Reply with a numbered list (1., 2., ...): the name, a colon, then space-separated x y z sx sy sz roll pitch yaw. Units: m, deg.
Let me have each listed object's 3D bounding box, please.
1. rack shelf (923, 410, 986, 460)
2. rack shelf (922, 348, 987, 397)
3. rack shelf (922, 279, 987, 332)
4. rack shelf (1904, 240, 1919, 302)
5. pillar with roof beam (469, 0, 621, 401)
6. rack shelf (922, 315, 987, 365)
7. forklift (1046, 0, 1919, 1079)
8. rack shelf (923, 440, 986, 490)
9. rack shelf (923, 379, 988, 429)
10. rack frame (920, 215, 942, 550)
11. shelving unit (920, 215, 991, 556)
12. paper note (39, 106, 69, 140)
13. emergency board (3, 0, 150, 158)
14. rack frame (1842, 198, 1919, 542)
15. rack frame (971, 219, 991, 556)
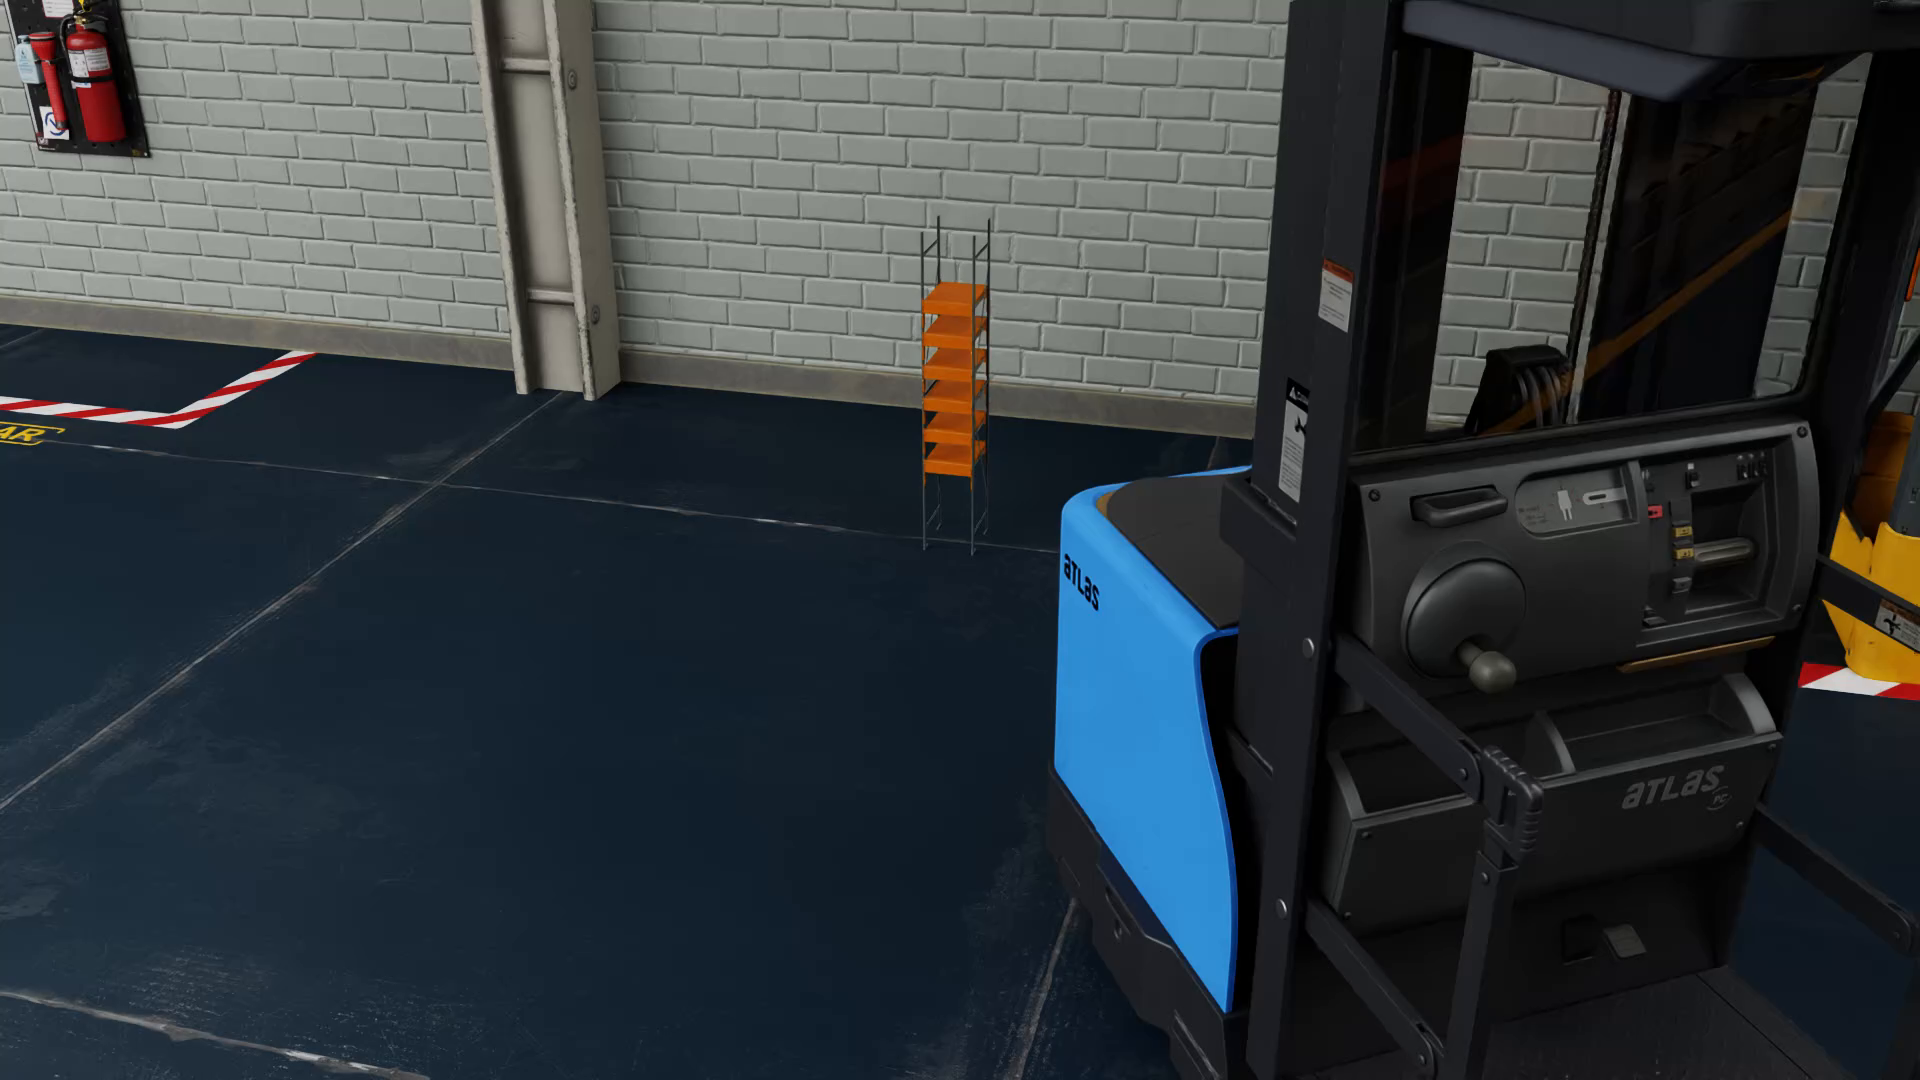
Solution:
1. rack shelf: -0.014 -0.395 6.066 0.180 0.103 0.258 6 26 13
2. rack shelf: -0.014 -0.612 5.963 0.180 0.103 0.258 6 26 13
3. rack shelf: -0.014 -0.828 5.860 0.180 0.103 0.258 6 26 13
4. rack shelf: 5.037 -0.608 4.875 4.000 0.370 1.077 6 26 13
5. pillar with roof beam: -2.890 -2.991 2.064 0.400 9.000 9.100 6 26 13
6. rack shelf: -0.014 -0.720 5.911 0.180 0.103 0.258 6 26 13
7. forklift: 1.180 0.057 2.720 1.130 2.935 3.031 -8 27 -17
8. rack shelf: -0.014 -0.286 6.118 0.180 0.103 0.258 6 26 13
9. rack shelf: -0.014 -0.503 6.014 0.180 0.103 0.258 6 26 13
10. rack frame: -0.103 -0.553 6.016 0.006 1.200 0.240 6 26 13
11. shelving unit: -0.014 -0.543 5.995 0.189 1.200 0.258 6 26 13
12. paper note: -4.356 -2.005 7.997 0.142 0.148 0.016 6 26 13
13. emergency board: -4.202 -2.355 7.707 0.643 1.169 0.194 6 26 13
14. rack frame: 3.100 -1.147 5.170 0.127 3.000 1.000 6 26 13
15. rack frame: 0.075 -0.533 5.975 0.006 1.200 0.240 6 26 13
